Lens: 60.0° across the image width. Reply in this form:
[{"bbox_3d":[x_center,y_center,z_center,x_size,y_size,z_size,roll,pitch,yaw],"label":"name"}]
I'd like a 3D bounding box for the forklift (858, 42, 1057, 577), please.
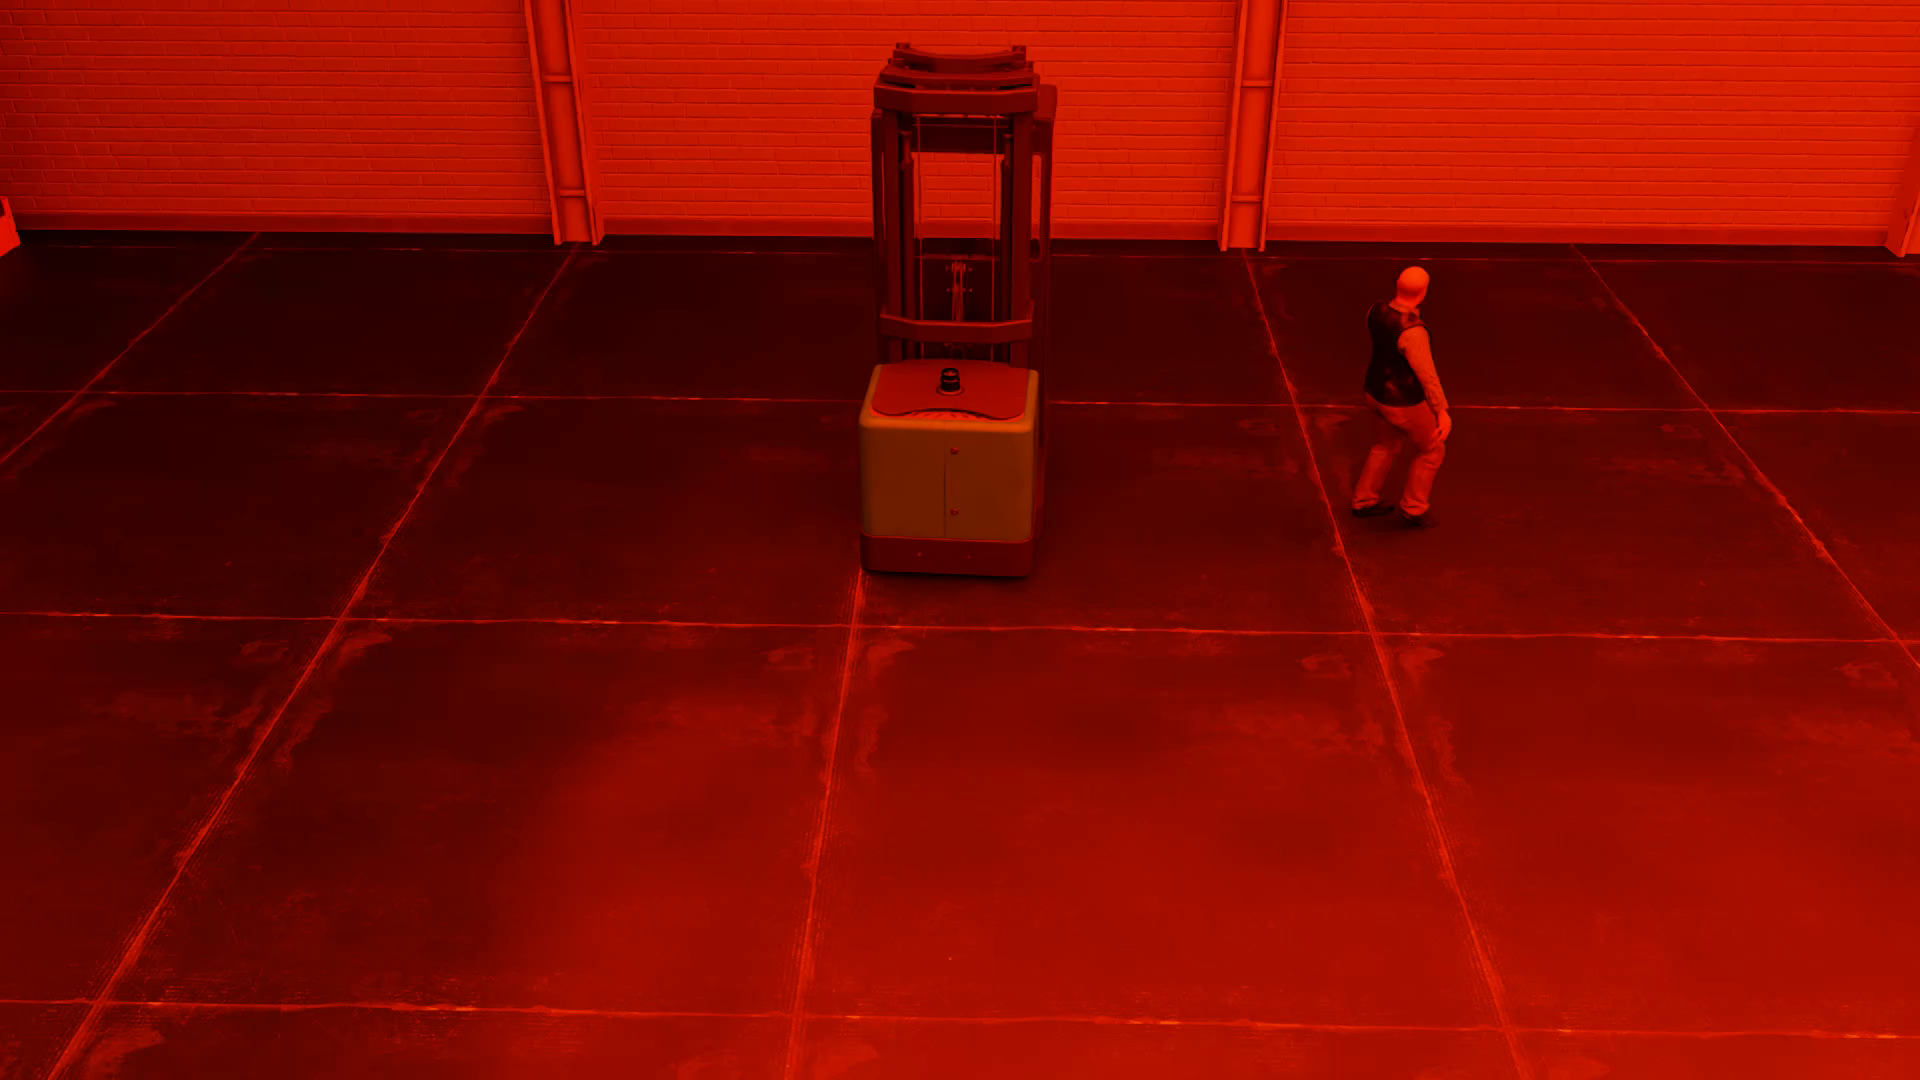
[{"bbox_3d":[0.032,-1.763,10.604,1.130,2.935,3.031,2,31,4],"label":"forklift"}]

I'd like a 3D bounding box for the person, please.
[{"bbox_3d":[2.788,-0.873,10.362,0.519,1.748,0.927,-8,32,-14],"label":"person"}]
